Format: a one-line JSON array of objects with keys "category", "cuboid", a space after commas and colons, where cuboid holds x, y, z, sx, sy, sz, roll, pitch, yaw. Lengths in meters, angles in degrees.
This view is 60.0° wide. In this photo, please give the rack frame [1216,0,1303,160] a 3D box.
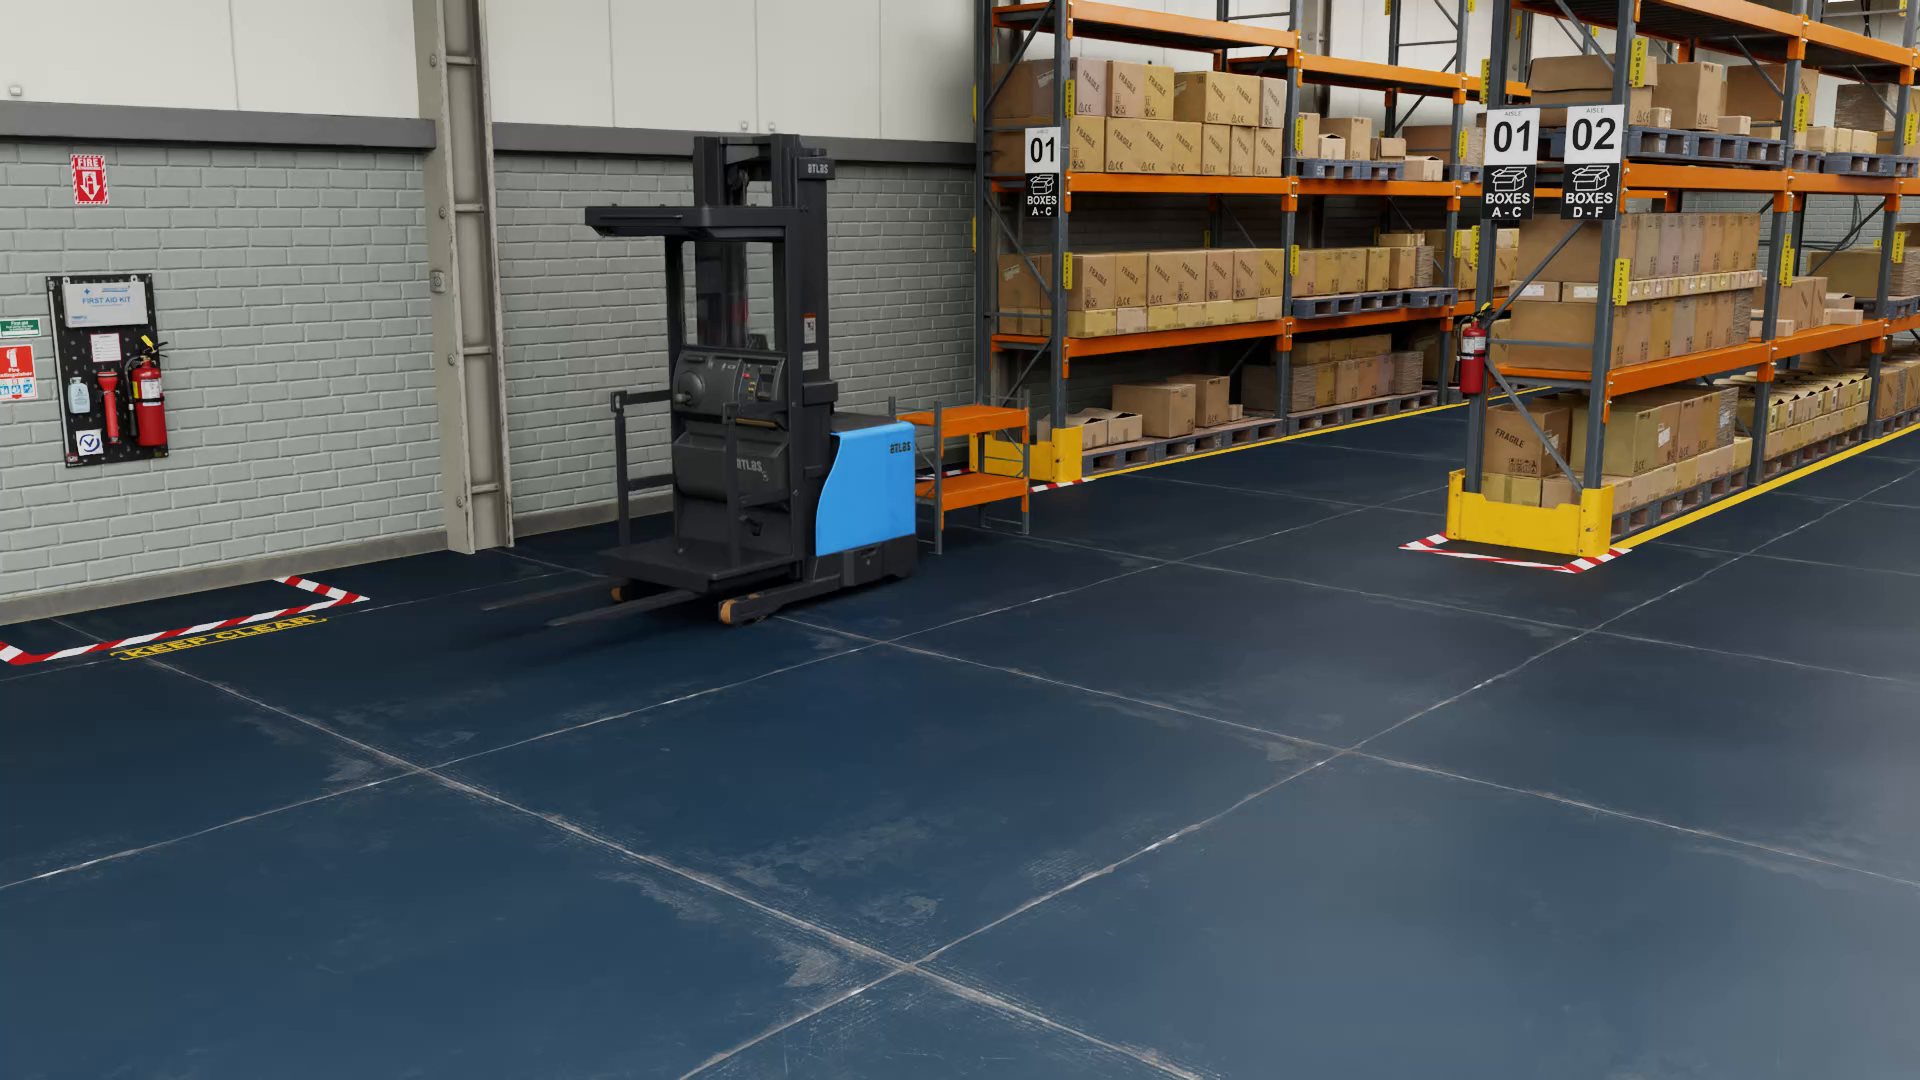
[{"category": "rack frame", "cuboid": [3.204, -5.614, 17.841, 1.000, 3.000, 0.127, 10, 15, 40]}]

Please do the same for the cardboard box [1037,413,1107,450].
[{"category": "cardboard box", "cuboid": [1.088, -1.070, 16.154, 0.500, 0.311, 0.500, 8, 14, 34]}]

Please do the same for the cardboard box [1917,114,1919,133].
[{"category": "cardboard box", "cuboid": [10.942, -4.722, 19.456, 0.600, 0.600, 0.600, 9, 14, 38]}]

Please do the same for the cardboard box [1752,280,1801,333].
[{"category": "cardboard box", "cuboid": [7.795, -2.269, 16.158, 0.500, 0.500, 0.500, -11, 16, -43]}]

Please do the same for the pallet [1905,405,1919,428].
[{"category": "pallet", "cuboid": [10.895, -1.536, 19.865, 1.003, 0.211, 1.213, 10, 15, 40]}]

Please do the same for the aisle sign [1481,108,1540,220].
[{"category": "aisle sign", "cuboid": [4.023, -2.746, 12.166, 0.394, 0.787, 0.004, 10, 15, 40]}]

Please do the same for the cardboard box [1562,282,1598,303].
[{"category": "cardboard box", "cuboid": [4.708, -1.840, 12.355, 0.380, 0.149, 0.250, 10, 15, 40]}]

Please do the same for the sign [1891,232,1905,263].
[{"category": "sign", "cuboid": [9.987, -3.117, 17.701, 0.100, 0.325, 0.005, 10, 15, 40]}]

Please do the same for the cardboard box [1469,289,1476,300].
[{"category": "cardboard box", "cuboid": [6.648, -3.229, 21.812, 0.380, 0.149, 0.250, 10, 15, 42]}]

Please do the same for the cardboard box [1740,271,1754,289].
[{"category": "cardboard box", "cuboid": [6.744, -2.295, 14.632, 0.380, 0.149, 0.250, 9, 15, 39]}]

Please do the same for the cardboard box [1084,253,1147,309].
[{"category": "cardboard box", "cuboid": [1.438, -2.490, 15.936, 0.500, 0.500, 0.500, 10, 15, 41]}]

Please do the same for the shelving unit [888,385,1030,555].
[{"category": "shelving unit", "cuboid": [0.004, -0.553, 12.606, 0.538, 1.125, 1.048, 10, 15, 40]}]

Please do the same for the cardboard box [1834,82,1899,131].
[{"category": "cardboard box", "cuboid": [9.861, -4.694, 18.087, 0.500, 0.500, 0.500, 10, 15, 40]}]

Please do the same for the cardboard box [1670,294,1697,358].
[{"category": "cardboard box", "cuboid": [5.625, -1.787, 13.746, 0.700, 0.500, 0.500, 10, 15, 42]}]

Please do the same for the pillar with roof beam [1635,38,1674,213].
[{"category": "pillar with roof beam", "cuboid": [15.492, -7.332, 26.443, 9.100, 9.000, 0.548, 10, 15, 40]}]

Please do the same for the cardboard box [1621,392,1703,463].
[{"category": "cardboard box", "cuboid": [5.800, -0.939, 13.787, 0.500, 0.500, 0.500, 10, 15, 40]}]

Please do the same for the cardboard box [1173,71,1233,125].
[{"category": "cardboard box", "cuboid": [2.386, -4.423, 16.679, 0.500, 0.500, 0.500, 9, 14, 38]}]

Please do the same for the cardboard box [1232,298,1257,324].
[{"category": "cardboard box", "cuboid": [2.784, -2.427, 17.535, 0.500, 0.250, 0.500, 10, 15, 41]}]

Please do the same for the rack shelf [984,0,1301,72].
[{"category": "rack shelf", "cuboid": [1.884, -4.965, 16.439, 1.077, 0.370, 4.000, 10, 15, 40]}]

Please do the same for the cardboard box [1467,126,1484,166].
[{"category": "cardboard box", "cuboid": [6.432, -5.159, 21.847, 0.700, 0.500, 0.500, 9, 14, 37]}]

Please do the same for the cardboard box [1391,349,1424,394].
[{"category": "cardboard box", "cuboid": [5.408, -2.137, 21.013, 0.700, 0.500, 0.500, 10, 15, 41]}]

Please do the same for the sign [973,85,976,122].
[{"category": "sign", "cuboid": [0.160, -4.063, 15.476, 0.100, 0.325, 0.005, 10, 15, 40]}]

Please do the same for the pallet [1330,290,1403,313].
[{"category": "pallet", "cuboid": [4.569, -2.870, 19.909, 1.003, 0.211, 1.213, 10, 15, 40]}]

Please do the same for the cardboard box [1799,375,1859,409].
[{"category": "cardboard box", "cuboid": [9.069, -1.567, 17.412, 0.500, 0.311, 0.500, 9, 15, 39]}]

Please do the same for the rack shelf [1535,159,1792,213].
[{"category": "rack shelf", "cuboid": [5.607, -2.856, 13.528, 1.077, 0.370, 4.000, 10, 15, 40]}]

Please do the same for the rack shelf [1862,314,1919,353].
[{"category": "rack shelf", "cuboid": [10.888, -2.562, 19.715, 1.077, 0.370, 4.000, 10, 15, 40]}]

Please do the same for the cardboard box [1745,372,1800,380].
[{"category": "cardboard box", "cuboid": [8.661, -1.635, 17.757, 0.500, 0.311, 0.500, 9, 15, 39]}]

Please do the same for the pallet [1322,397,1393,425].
[{"category": "pallet", "cuboid": [4.522, -1.599, 20.179, 1.003, 0.211, 1.213, 10, 15, 40]}]

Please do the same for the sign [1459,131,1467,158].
[{"category": "sign", "cuboid": [6.251, -4.914, 20.678, 0.100, 0.325, 0.005, 10, 15, 40]}]

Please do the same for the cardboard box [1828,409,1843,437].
[{"category": "cardboard box", "cuboid": [8.732, -1.219, 17.104, 0.500, 0.250, 0.500, 10, 15, 42]}]

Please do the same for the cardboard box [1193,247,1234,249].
[{"category": "cardboard box", "cuboid": [2.737, -2.933, 18.157, 0.500, 0.500, 0.500, 9, 15, 39]}]

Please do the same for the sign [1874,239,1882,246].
[{"category": "sign", "cuboid": [11.796, -3.702, 21.379, 0.100, 0.325, 0.005, 10, 15, 40]}]

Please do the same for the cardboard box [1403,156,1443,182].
[{"category": "cardboard box", "cuboid": [5.572, -4.556, 20.383, 0.500, 0.311, 0.500, 10, 15, 40]}]

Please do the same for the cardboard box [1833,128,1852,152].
[{"category": "cardboard box", "cuboid": [8.592, -3.987, 16.669, 0.500, 0.250, 0.500, 9, 15, 39]}]

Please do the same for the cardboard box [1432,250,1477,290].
[{"category": "cardboard box", "cuboid": [6.357, -3.503, 21.527, 0.500, 0.500, 0.500, 10, 15, 42]}]

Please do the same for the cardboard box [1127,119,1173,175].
[{"category": "cardboard box", "cuboid": [1.693, -3.781, 16.019, 0.500, 0.500, 0.500, 11, 16, 43]}]

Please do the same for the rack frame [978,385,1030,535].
[{"category": "rack frame", "cuboid": [0.340, -0.627, 12.980, 0.500, 1.125, 0.032, 10, 15, 40]}]

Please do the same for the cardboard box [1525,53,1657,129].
[{"category": "cardboard box", "cuboid": [4.670, -3.323, 12.340, 0.637, 0.503, 0.797, -11, 16, -44]}]

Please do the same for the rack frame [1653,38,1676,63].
[{"category": "rack frame", "cuboid": [11.125, -7.379, 26.681, 1.000, 3.000, 0.127, 10, 15, 40]}]

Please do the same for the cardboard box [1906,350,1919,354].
[{"category": "cardboard box", "cuboid": [12.098, -2.089, 20.771, 0.500, 0.500, 0.500, 10, 15, 40]}]

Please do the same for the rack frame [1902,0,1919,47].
[{"category": "rack frame", "cuboid": [12.208, -6.151, 20.530, 1.000, 3.000, 0.127, 10, 15, 40]}]

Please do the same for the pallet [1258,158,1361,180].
[{"category": "pallet", "cuboid": [3.692, -4.128, 18.539, 1.213, 0.211, 1.003, 10, 15, 40]}]

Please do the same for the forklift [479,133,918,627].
[{"category": "forklift", "cuboid": [-1.590, -1.019, 10.328, 1.130, 2.935, 3.031, 9, 14, 37]}]

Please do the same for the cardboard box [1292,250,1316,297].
[{"category": "cardboard box", "cuboid": [3.566, -3.007, 18.729, 0.700, 0.500, 0.500, 10, 15, 41]}]

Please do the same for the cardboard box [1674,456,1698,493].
[{"category": "cardboard box", "cuboid": [5.800, -0.571, 13.862, 0.500, 0.250, 0.500, 10, 15, 40]}]

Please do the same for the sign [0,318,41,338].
[{"category": "sign", "cuboid": [-5.677, -1.265, 9.944, 0.001, 0.109, 0.331, 10, 15, 40]}]

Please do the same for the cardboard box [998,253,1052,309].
[{"category": "cardboard box", "cuboid": [0.715, -2.484, 15.906, 0.500, 0.500, 0.500, 10, 15, 40]}]

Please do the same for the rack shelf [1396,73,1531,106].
[{"category": "rack shelf", "cuboid": [7.165, -5.947, 22.371, 1.077, 0.370, 4.000, 10, 15, 40]}]

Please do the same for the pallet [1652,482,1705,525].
[{"category": "pallet", "cuboid": [5.566, -0.372, 14.037, 1.003, 0.211, 1.213, 10, 15, 40]}]

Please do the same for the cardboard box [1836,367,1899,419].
[{"category": "cardboard box", "cuboid": [10.083, -1.640, 18.524, 0.500, 0.500, 0.500, 11, 15, 43]}]

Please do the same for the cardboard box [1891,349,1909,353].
[{"category": "cardboard box", "cuboid": [11.706, -2.159, 21.121, 0.500, 0.500, 0.500, 9, 14, 38]}]

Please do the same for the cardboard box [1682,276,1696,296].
[{"category": "cardboard box", "cuboid": [5.723, -2.066, 13.487, 0.380, 0.149, 0.250, 10, 15, 41]}]

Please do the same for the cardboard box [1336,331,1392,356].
[{"category": "cardboard box", "cuboid": [4.985, -2.429, 20.560, 0.500, 0.250, 0.500, 10, 15, 41]}]

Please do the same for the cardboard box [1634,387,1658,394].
[{"category": "cardboard box", "cuboid": [5.726, -1.082, 14.504, 0.500, 0.500, 0.500, 10, 15, 40]}]

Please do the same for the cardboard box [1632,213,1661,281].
[{"category": "cardboard box", "cuboid": [4.983, -2.281, 12.907, 0.700, 0.500, 0.500, 9, 15, 39]}]
